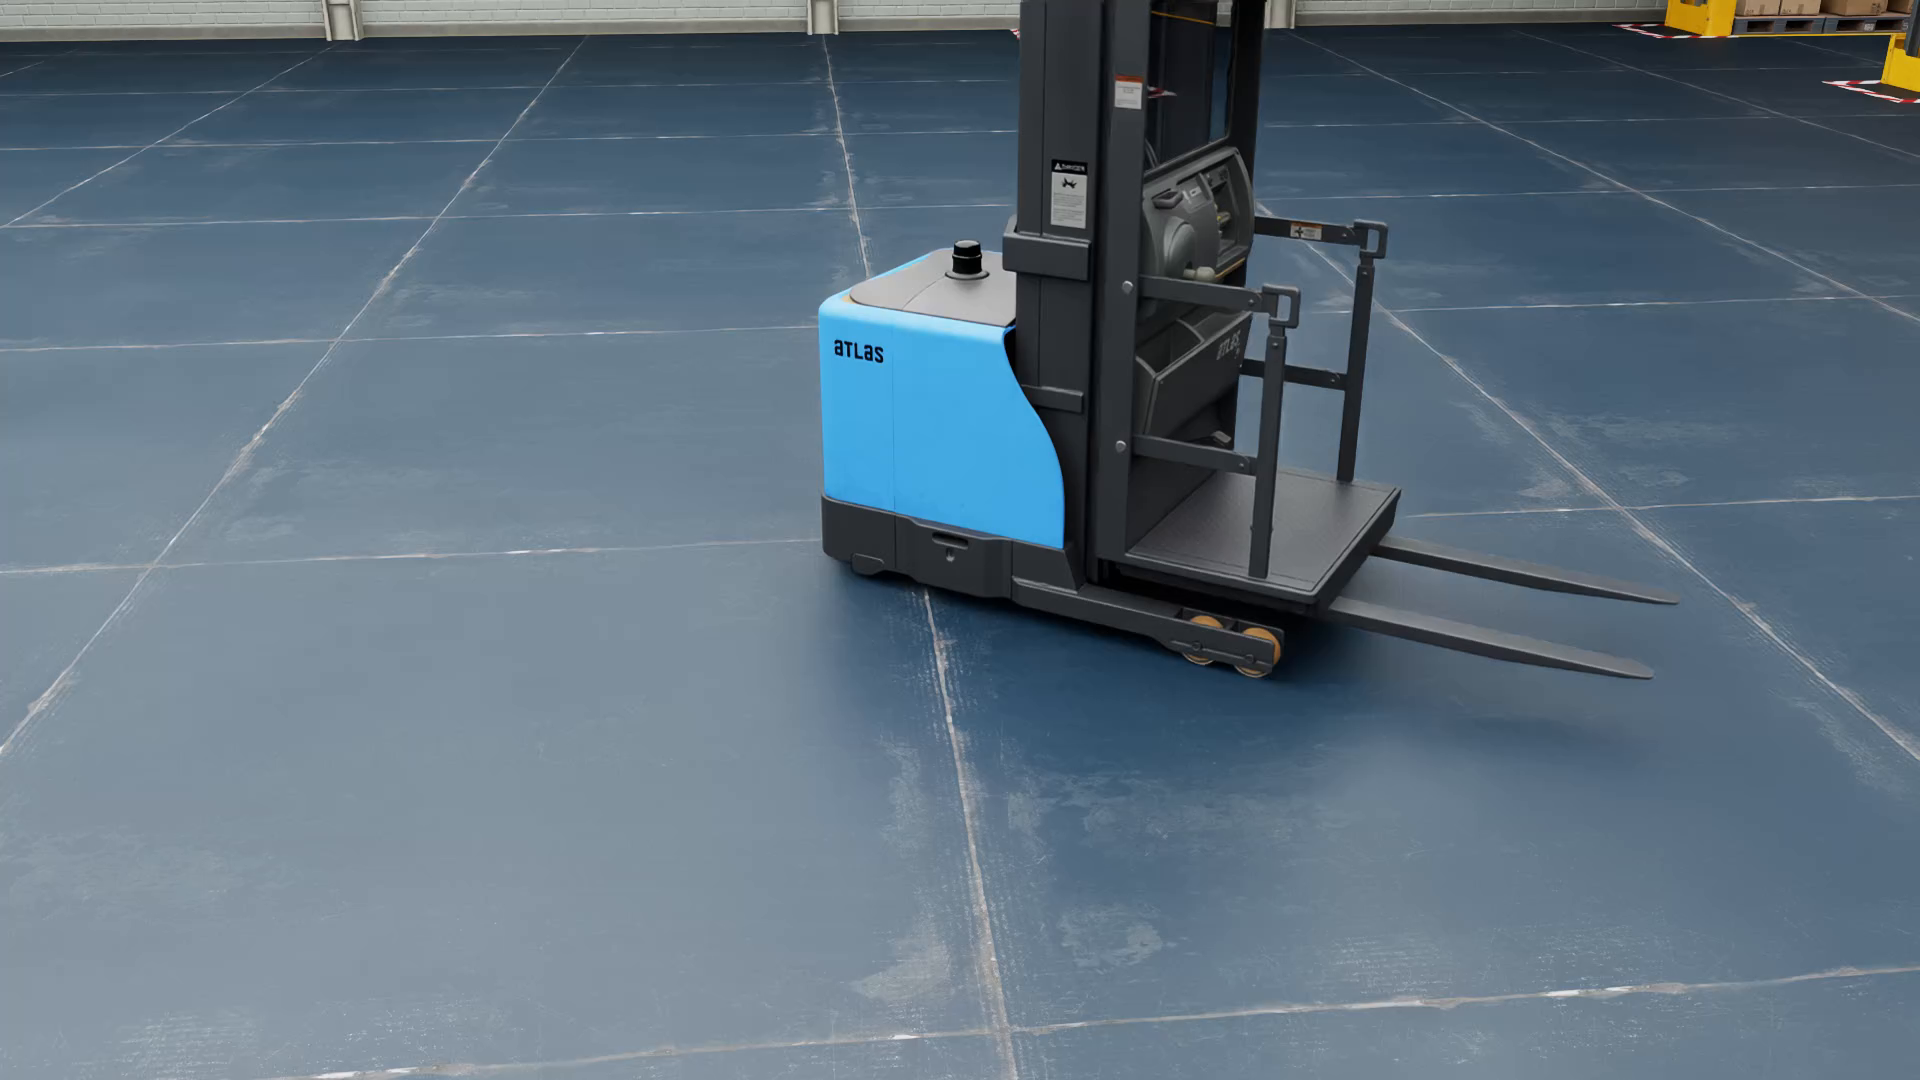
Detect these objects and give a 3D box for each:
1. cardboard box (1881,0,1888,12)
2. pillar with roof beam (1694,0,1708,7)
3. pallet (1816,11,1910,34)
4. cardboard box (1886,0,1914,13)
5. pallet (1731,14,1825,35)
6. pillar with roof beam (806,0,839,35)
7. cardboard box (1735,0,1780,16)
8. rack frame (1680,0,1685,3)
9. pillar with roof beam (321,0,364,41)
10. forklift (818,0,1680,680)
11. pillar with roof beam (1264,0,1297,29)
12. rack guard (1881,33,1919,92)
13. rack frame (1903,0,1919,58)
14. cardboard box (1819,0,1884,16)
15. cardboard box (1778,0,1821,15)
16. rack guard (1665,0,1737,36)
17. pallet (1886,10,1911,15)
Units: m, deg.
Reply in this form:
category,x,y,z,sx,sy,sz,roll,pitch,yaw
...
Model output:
category,x,y,z,sx,sy,sz,roll,pitch,yaw
cardboard box,11.946,-7.033,21.848,0.250,0.149,0.380,-4,24,-9
pillar with roof beam,10.593,-9.410,16.841,0.400,9.000,9.100,-2,24,-5
pallet,11.657,-6.825,21.845,1.213,0.211,1.003,-2,24,-5
cardboard box,12.510,-7.191,21.772,0.500,0.500,0.500,-4,24,-9
pallet,10.446,-6.778,21.738,1.213,0.211,1.003,-2,24,-5
pillar with roof beam,-1.349,-8.930,15.763,0.400,9.000,9.100,-2,24,-5
cardboard box,10.256,-6.994,21.562,0.500,0.311,0.500,-5,24,-11
rack frame,9.559,-8.031,21.124,0.127,3.000,1.000,-2,24,-5
pillar with roof beam,-7.320,-8.691,15.224,0.400,9.000,9.100,-2,24,-5
forklift,1.006,-1.115,5.651,3.031,2.935,1.130,13,27,26
pillar with roof beam,4.622,-9.170,16.302,0.400,9.000,9.100,-2,24,-5
rack guard,10.025,-4.885,17.126,0.348,0.500,1.175,-2,24,-5
rack frame,10.049,-6.028,16.620,0.127,3.000,1.000,-2,24,-5
cardboard box,11.558,-7.112,21.595,0.500,0.500,0.700,-4,24,-8
cardboard box,10.823,-7.017,21.613,0.500,0.311,0.500,0,24,-1
rack guard,9.634,-6.891,21.639,0.348,0.500,1.175,-2,24,-5
pallet,12.874,-6.875,21.958,1.213,0.211,1.003,-2,24,-5
